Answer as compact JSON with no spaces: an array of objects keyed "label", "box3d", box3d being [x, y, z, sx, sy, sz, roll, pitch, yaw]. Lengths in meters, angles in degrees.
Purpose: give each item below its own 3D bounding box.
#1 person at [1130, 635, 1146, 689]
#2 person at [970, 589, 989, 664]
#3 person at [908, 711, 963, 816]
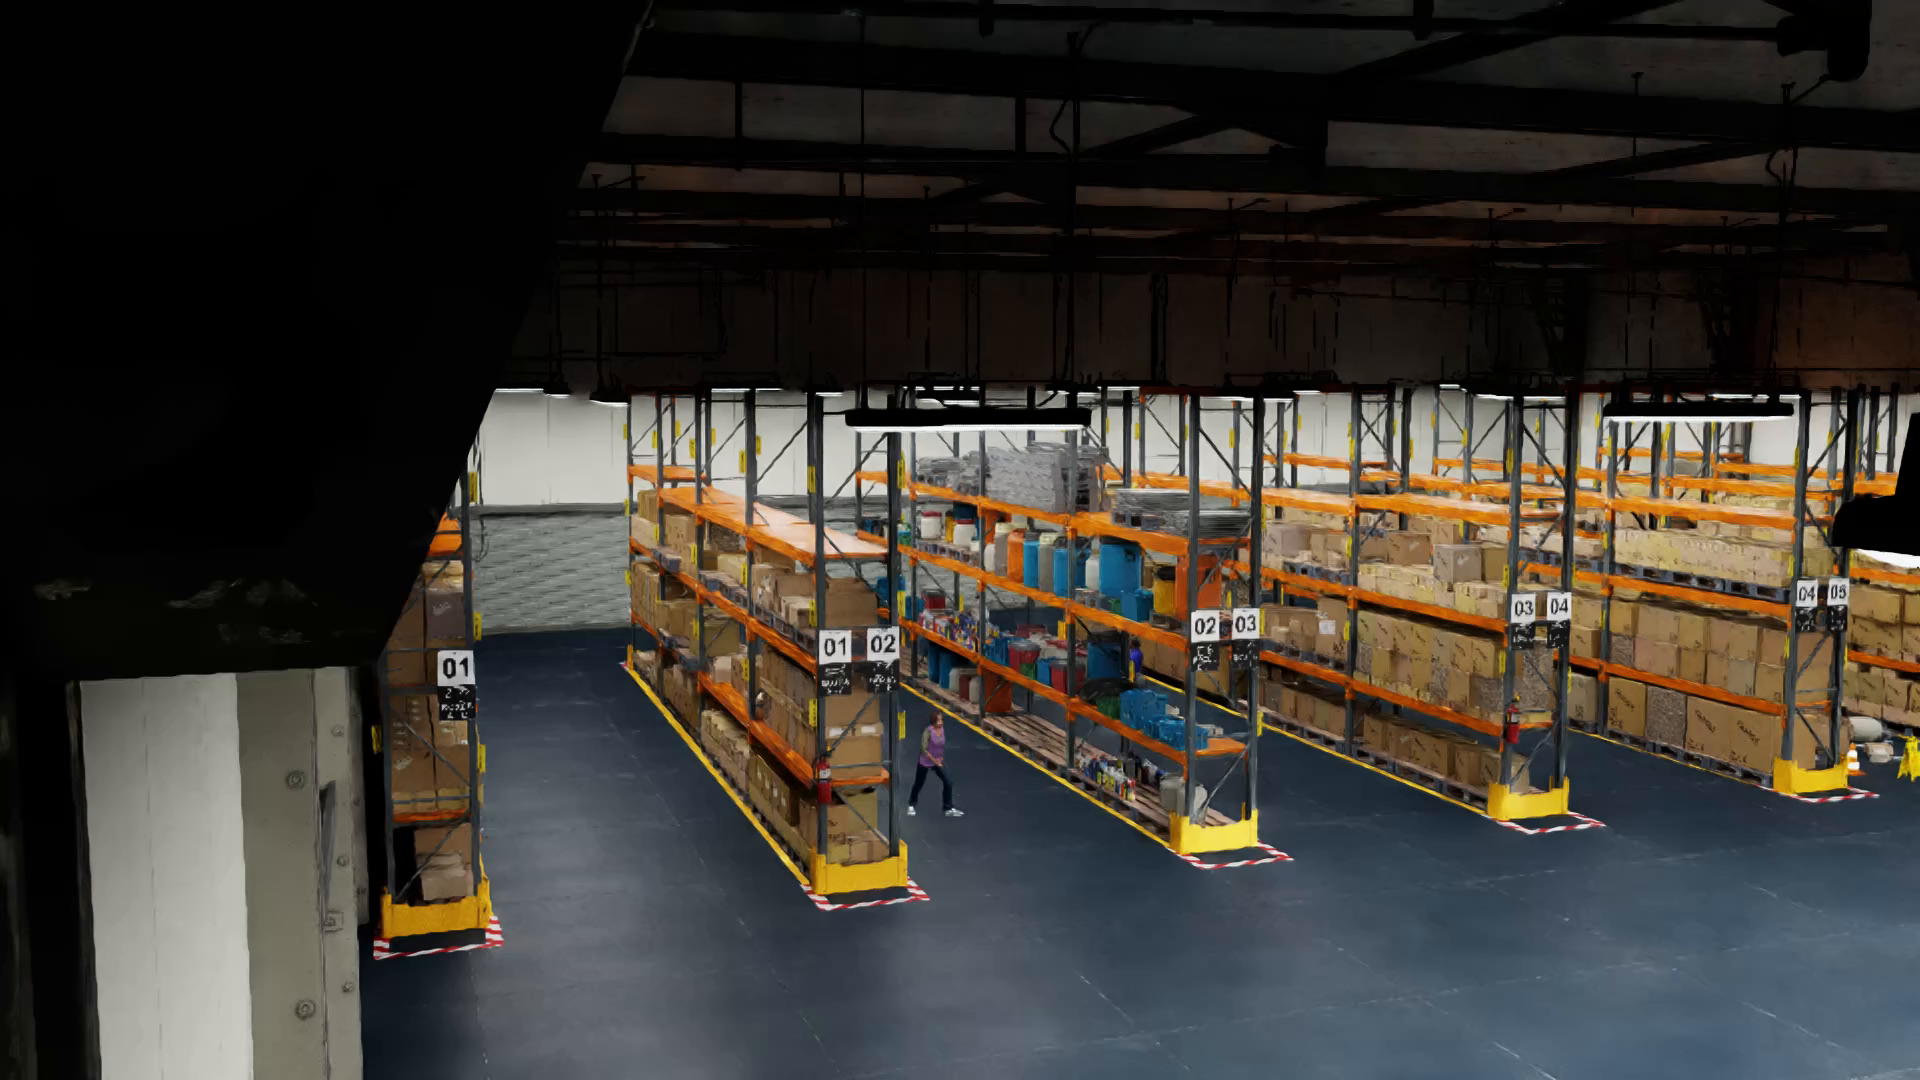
[{"label":"person","box3d":[3.050,2.489,29.149,0.538,1.652,0.555,1,6,11]},{"label":"person","box3d":[0.392,1.853,35.224,0.390,1.669,0.629,-3,7,-27]},{"label":"person","box3d":[-0.400,3.140,23.472,0.563,1.532,0.763,-5,7,-38]}]
